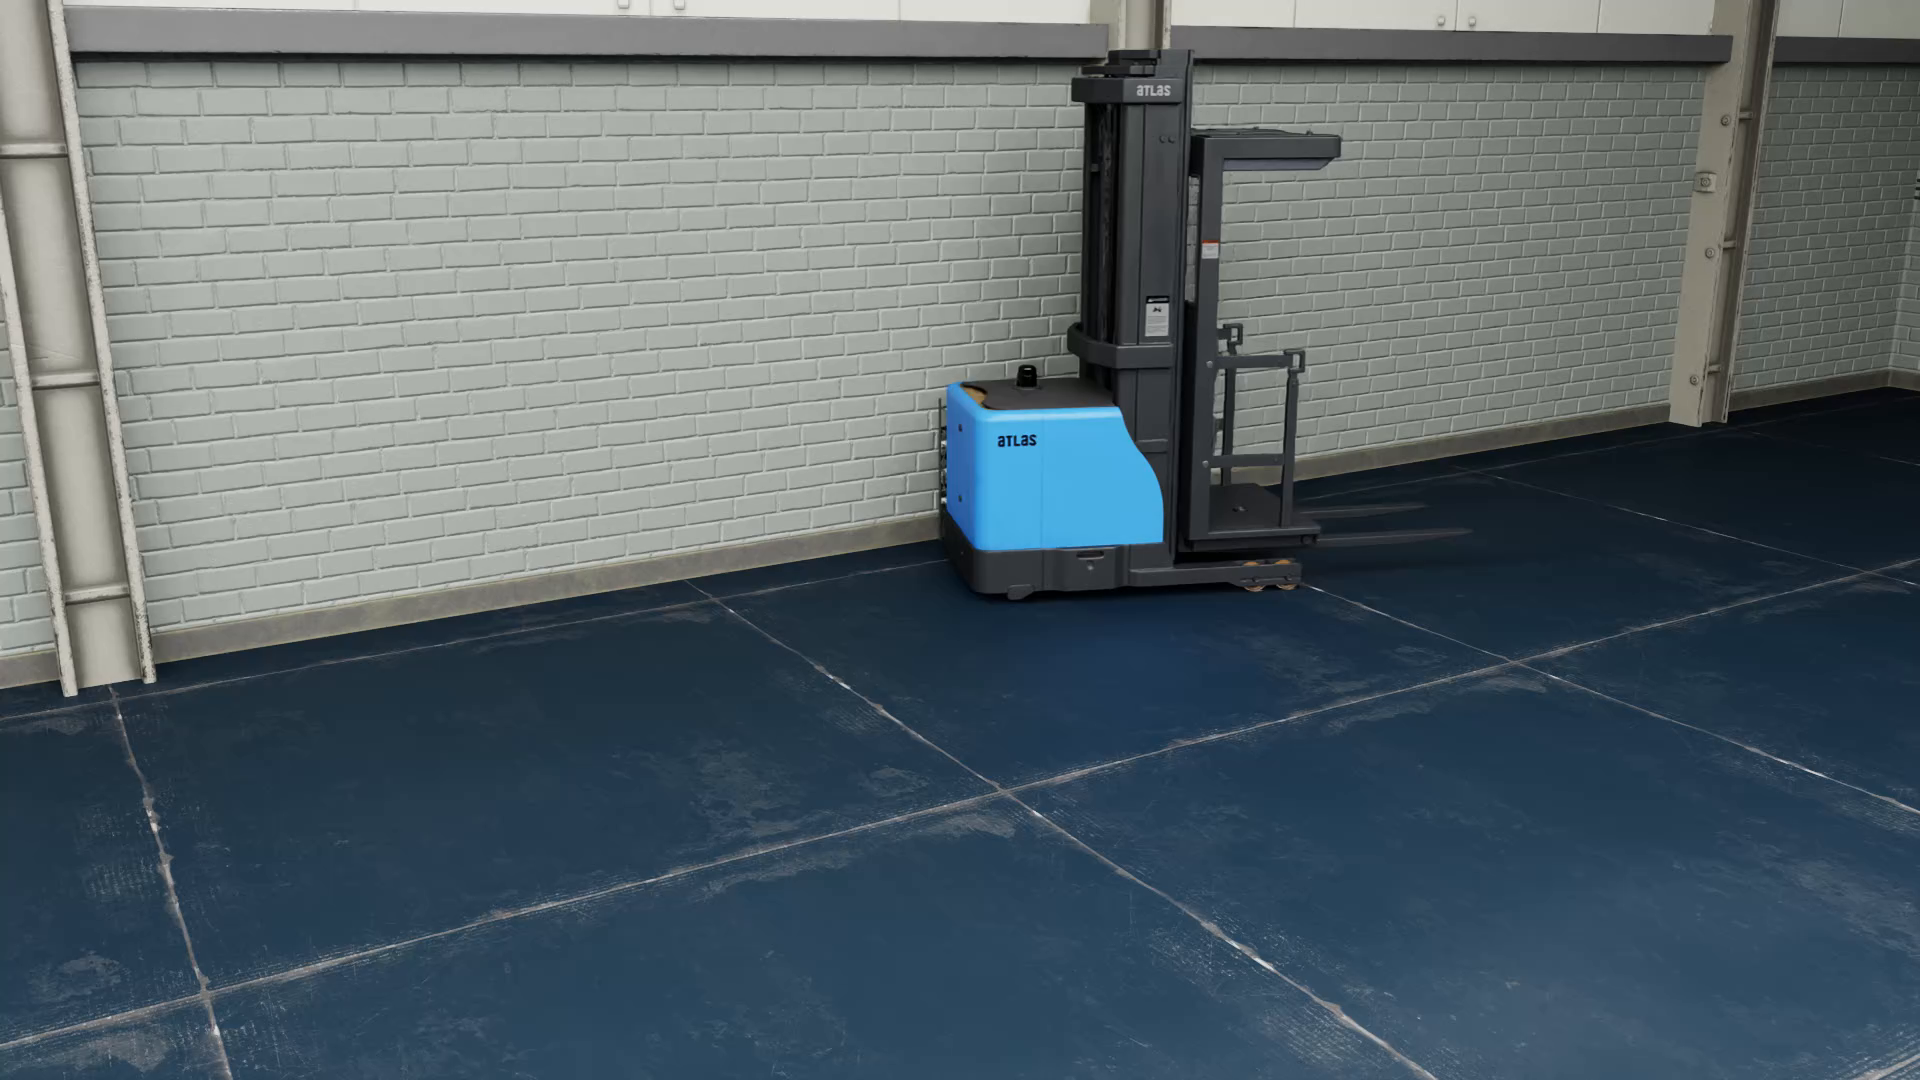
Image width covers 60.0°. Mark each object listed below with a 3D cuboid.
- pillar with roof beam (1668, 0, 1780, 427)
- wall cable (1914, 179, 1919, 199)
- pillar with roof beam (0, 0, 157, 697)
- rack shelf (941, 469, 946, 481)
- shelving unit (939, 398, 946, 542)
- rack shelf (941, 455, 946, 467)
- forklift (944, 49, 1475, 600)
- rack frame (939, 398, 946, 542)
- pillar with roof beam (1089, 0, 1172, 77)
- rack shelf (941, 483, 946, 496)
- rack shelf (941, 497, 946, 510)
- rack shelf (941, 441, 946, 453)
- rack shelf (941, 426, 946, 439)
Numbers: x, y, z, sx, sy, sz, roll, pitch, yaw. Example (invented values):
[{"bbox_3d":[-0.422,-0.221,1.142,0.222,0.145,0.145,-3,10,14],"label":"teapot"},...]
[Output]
[{"bbox_3d":[8.400,-4.333,9.195,0.400,9.000,9.100,-9,18,-30],"label":"pillar with roof beam"},{"bbox_3d":[9.389,-3.937,13.537,0.112,2.526,3.097,-9,18,-30],"label":"wall cable"},{"bbox_3d":[-1.887,-2.665,3.244,0.400,9.000,9.100,-9,18,-30],"label":"pillar with roof beam"},{"bbox_3d":[0.021,-0.389,10.254,0.200,0.077,0.258,-10,18,-31],"label":"rack shelf"},{"bbox_3d":[0.021,-0.421,10.245,0.210,0.900,0.258,-10,18,-31],"label":"shelving unit"},{"bbox_3d":[0.021,-0.476,10.229,0.200,0.077,0.258,-10,18,-31],"label":"rack shelf"},{"bbox_3d":[1.474,-1.257,9.463,3.031,2.935,1.130,-3,16,-10],"label":"forklift"},{"bbox_3d":[-0.065,-0.407,10.193,0.006,0.900,0.240,-10,18,-31],"label":"rack frame"},{"bbox_3d":[3.257,-3.499,6.220,0.400,9.000,9.100,-9,18,-30],"label":"pillar with roof beam"},{"bbox_3d":[0.021,-0.303,10.278,0.200,0.077,0.258,-10,18,-31],"label":"rack shelf"},{"bbox_3d":[0.021,-0.216,10.303,0.200,0.077,0.258,-10,18,-31],"label":"rack shelf"},{"bbox_3d":[0.021,-0.562,10.205,0.200,0.077,0.258,-10,18,-31],"label":"rack shelf"},{"bbox_3d":[0.021,-0.649,10.181,0.200,0.077,0.258,-10,18,-31],"label":"rack shelf"}]
